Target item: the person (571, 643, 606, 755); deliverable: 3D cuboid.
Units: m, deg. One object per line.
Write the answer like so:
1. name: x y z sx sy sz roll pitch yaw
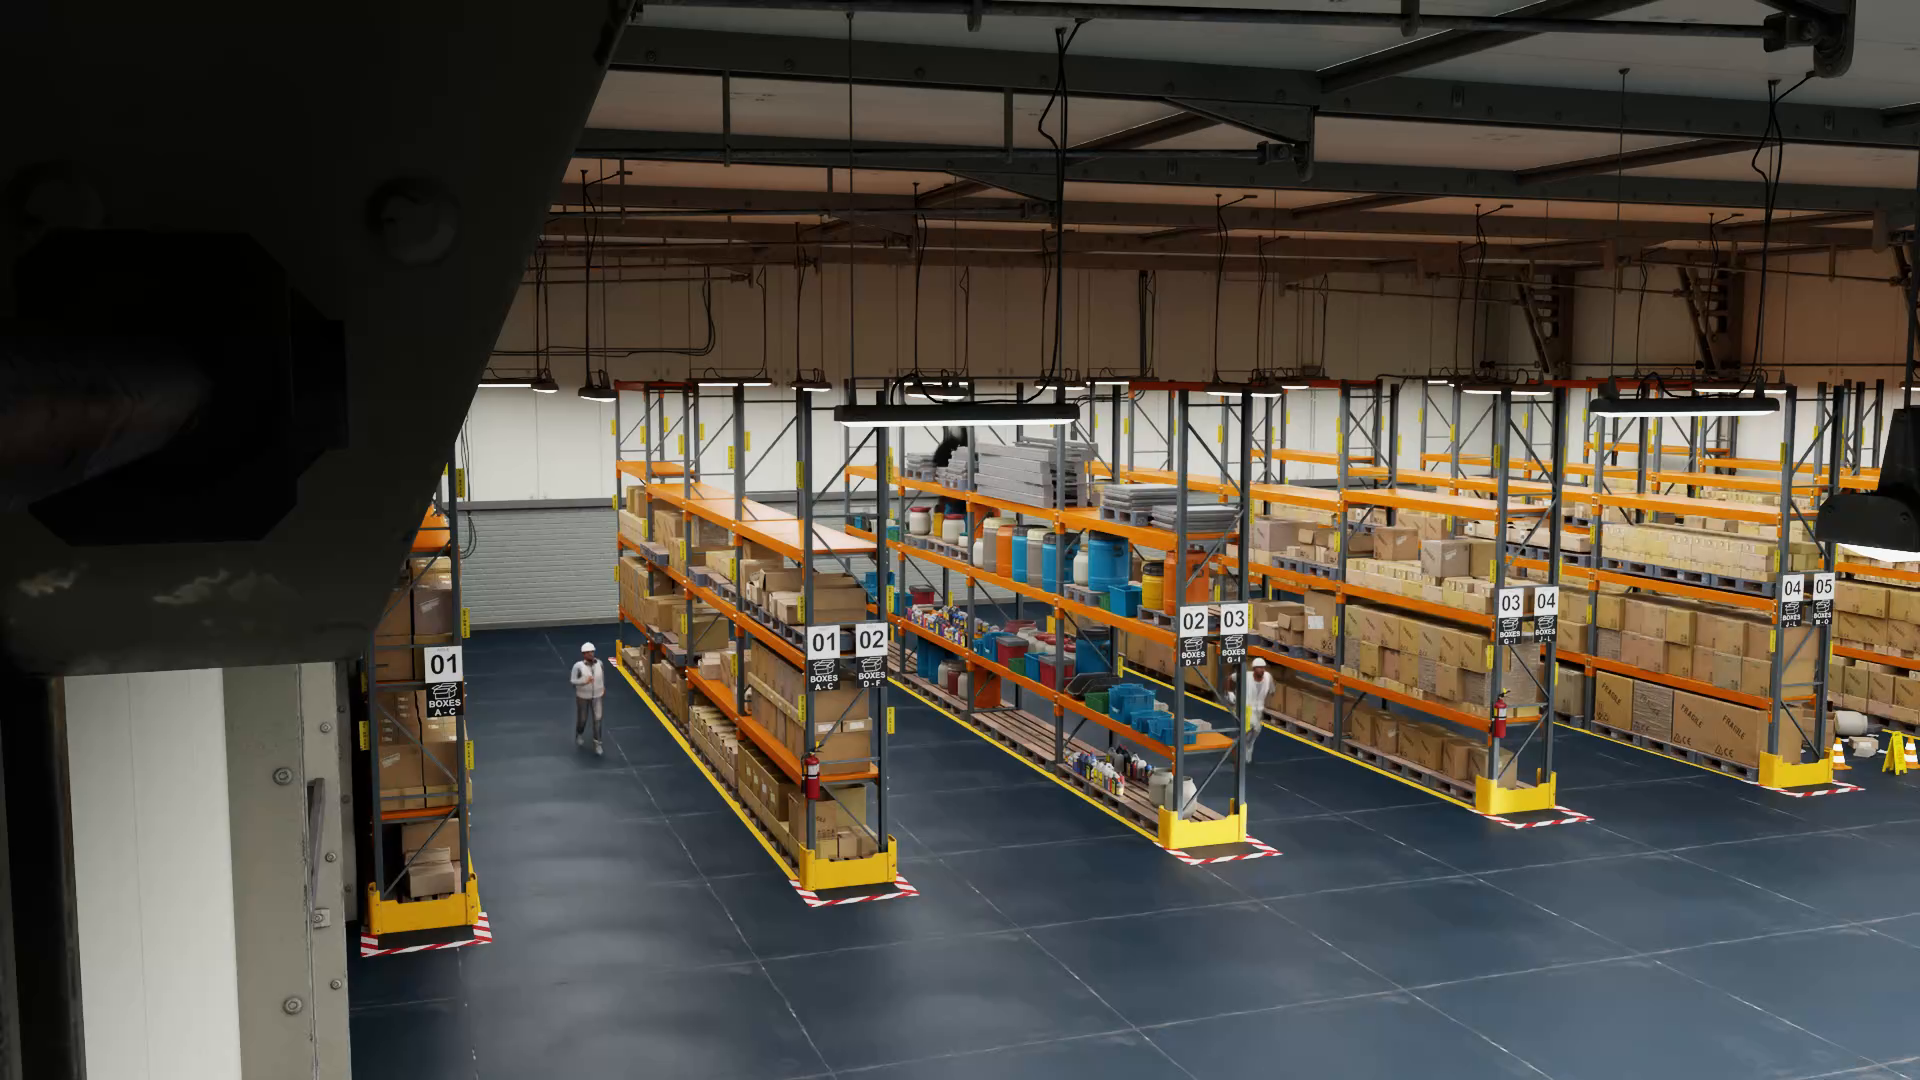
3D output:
1. person: -6.064 2.553 27.153 0.643 1.783 0.948 -3 7 -30

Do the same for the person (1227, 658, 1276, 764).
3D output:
1. person: 4.614 2.678 26.282 0.666 1.702 0.907 -3 7 -27
